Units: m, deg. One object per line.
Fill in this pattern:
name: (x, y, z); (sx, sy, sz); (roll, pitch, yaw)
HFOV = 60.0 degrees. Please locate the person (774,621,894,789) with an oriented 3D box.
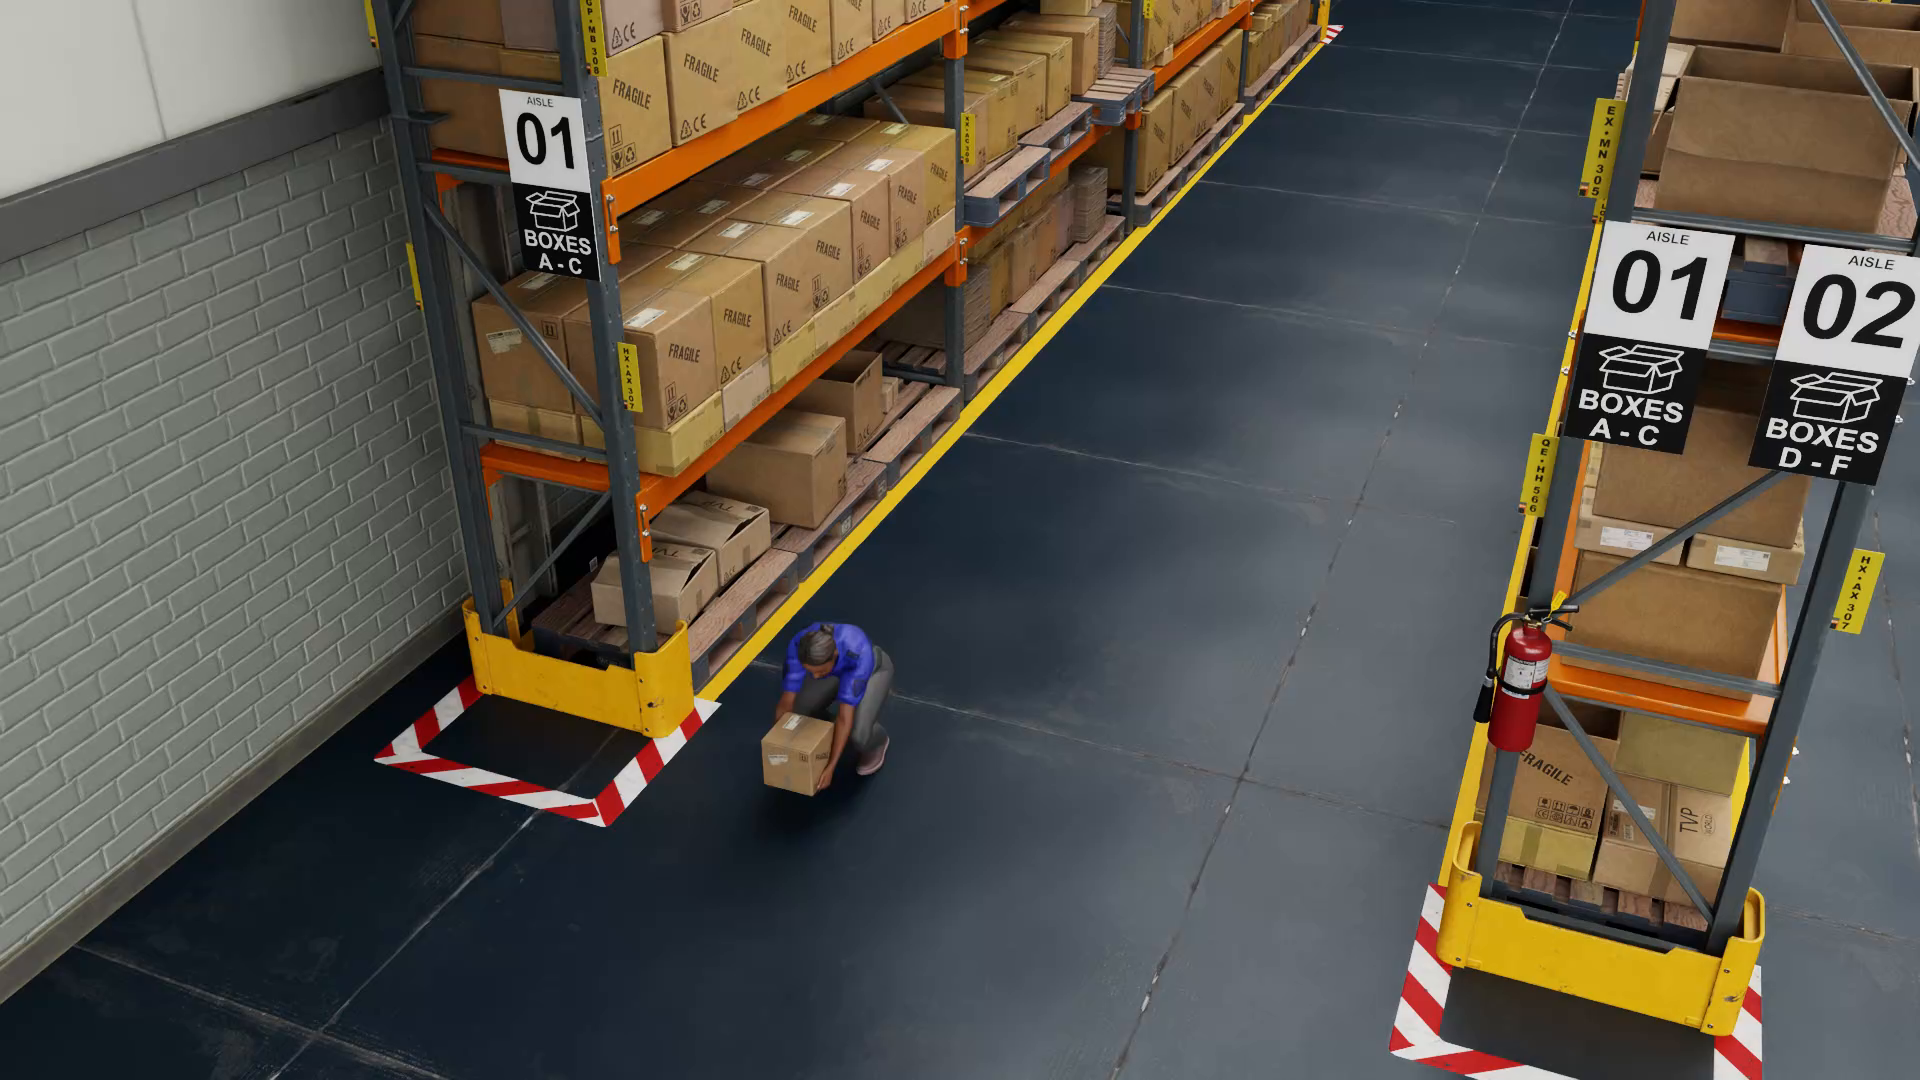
person: (-0.603, 0.718, 7.875); (0.462, 0.948, 0.837); (12, 32, 20)
